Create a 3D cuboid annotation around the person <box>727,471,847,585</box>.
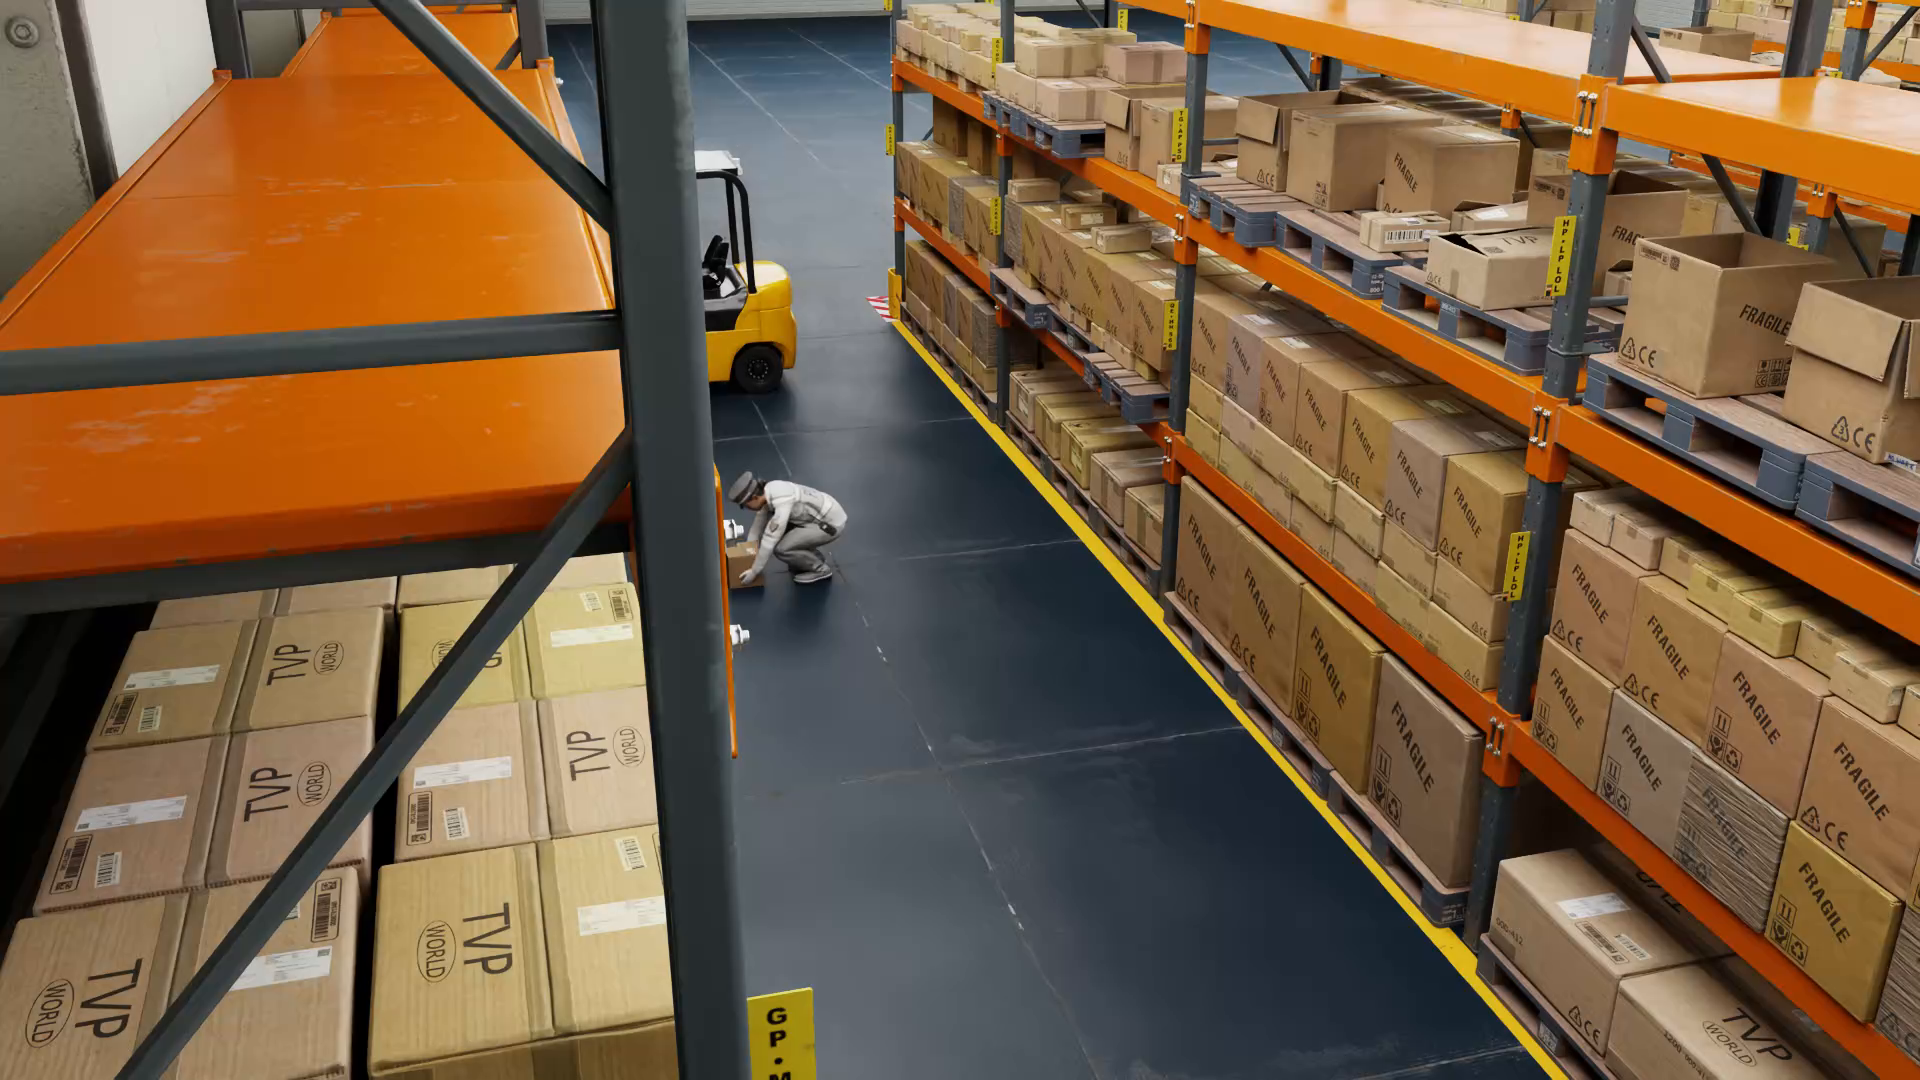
[{"bbox_3d":[-1.244,-0.123,11.976,0.859,0.855,0.480,-6,24,-14],"label":"person"}]
